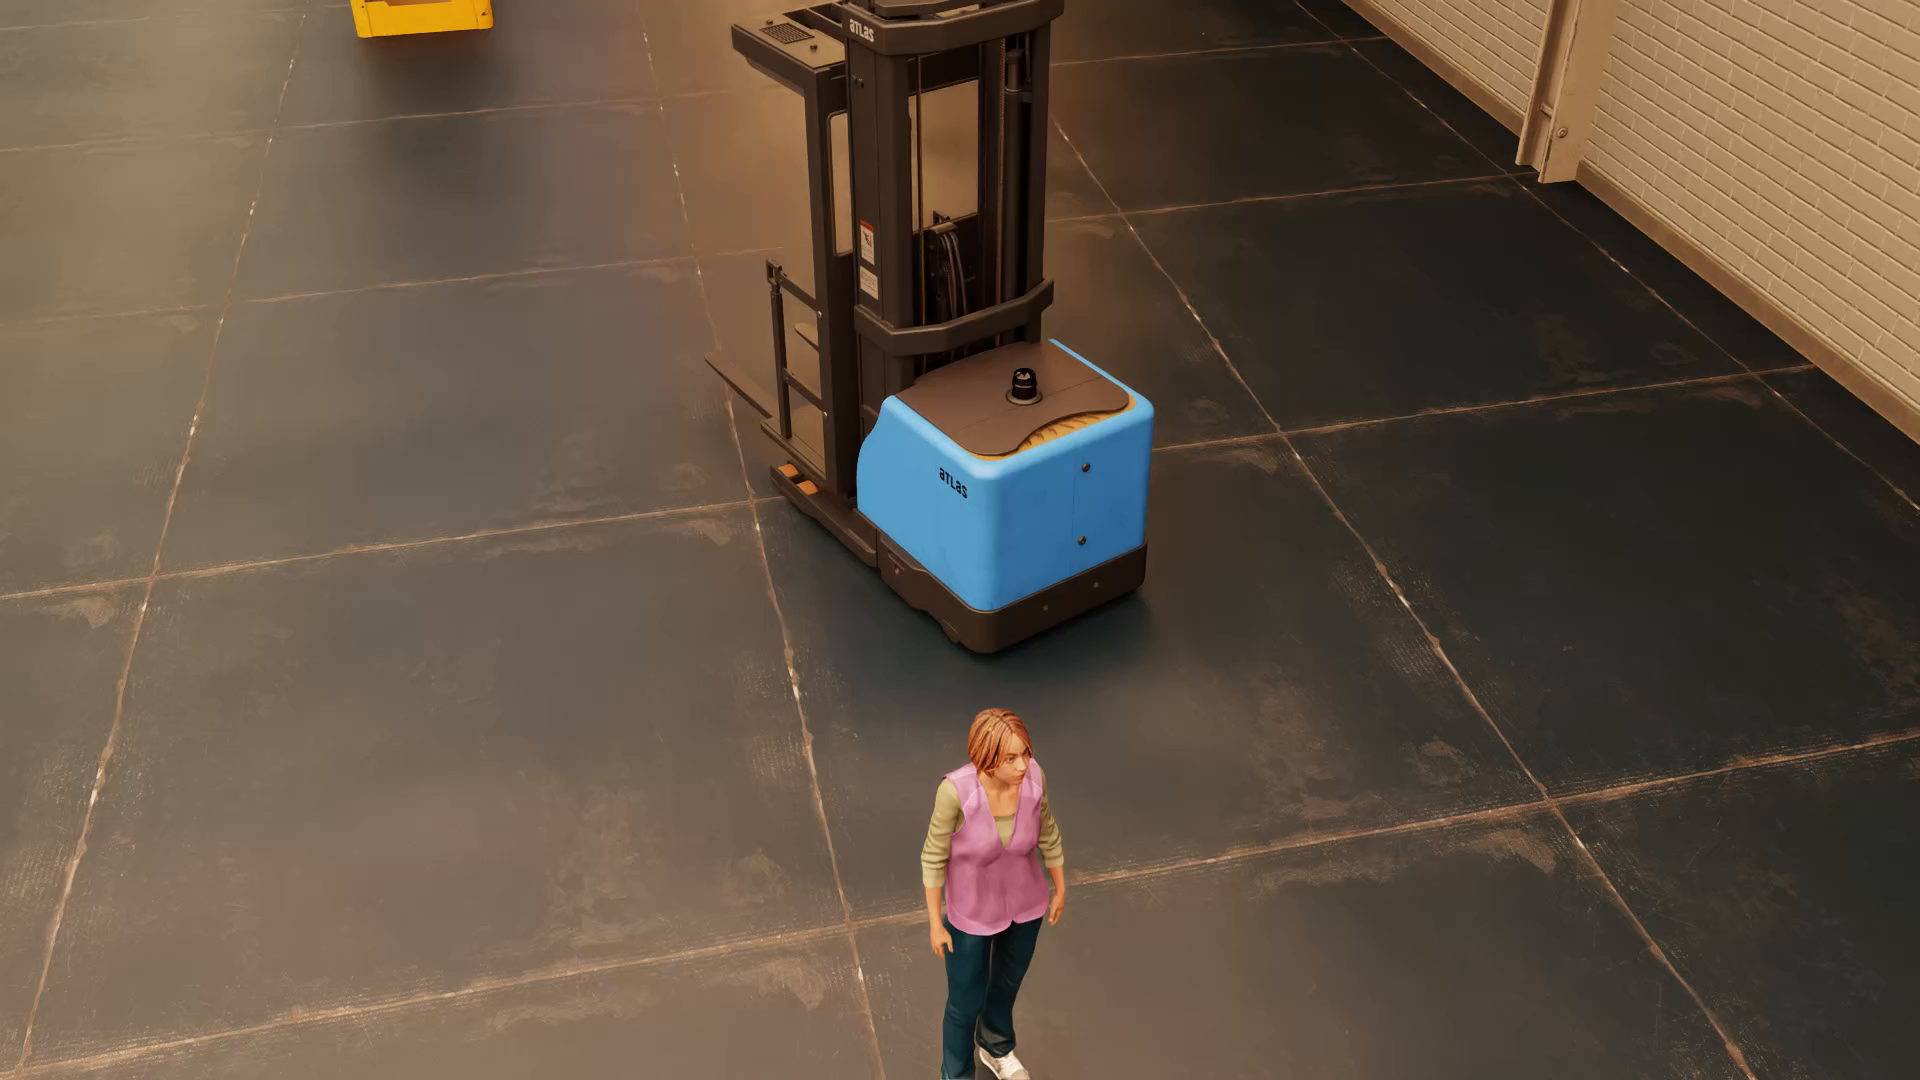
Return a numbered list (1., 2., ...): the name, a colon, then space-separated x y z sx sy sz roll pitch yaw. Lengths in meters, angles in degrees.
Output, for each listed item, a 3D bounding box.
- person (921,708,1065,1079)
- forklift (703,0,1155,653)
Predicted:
1. person: 0.138 1.256 5.436 0.518 1.598 0.473 -15 38 -20
2. forklift: -0.350 -1.480 8.107 1.130 2.935 3.031 -22 41 -28
